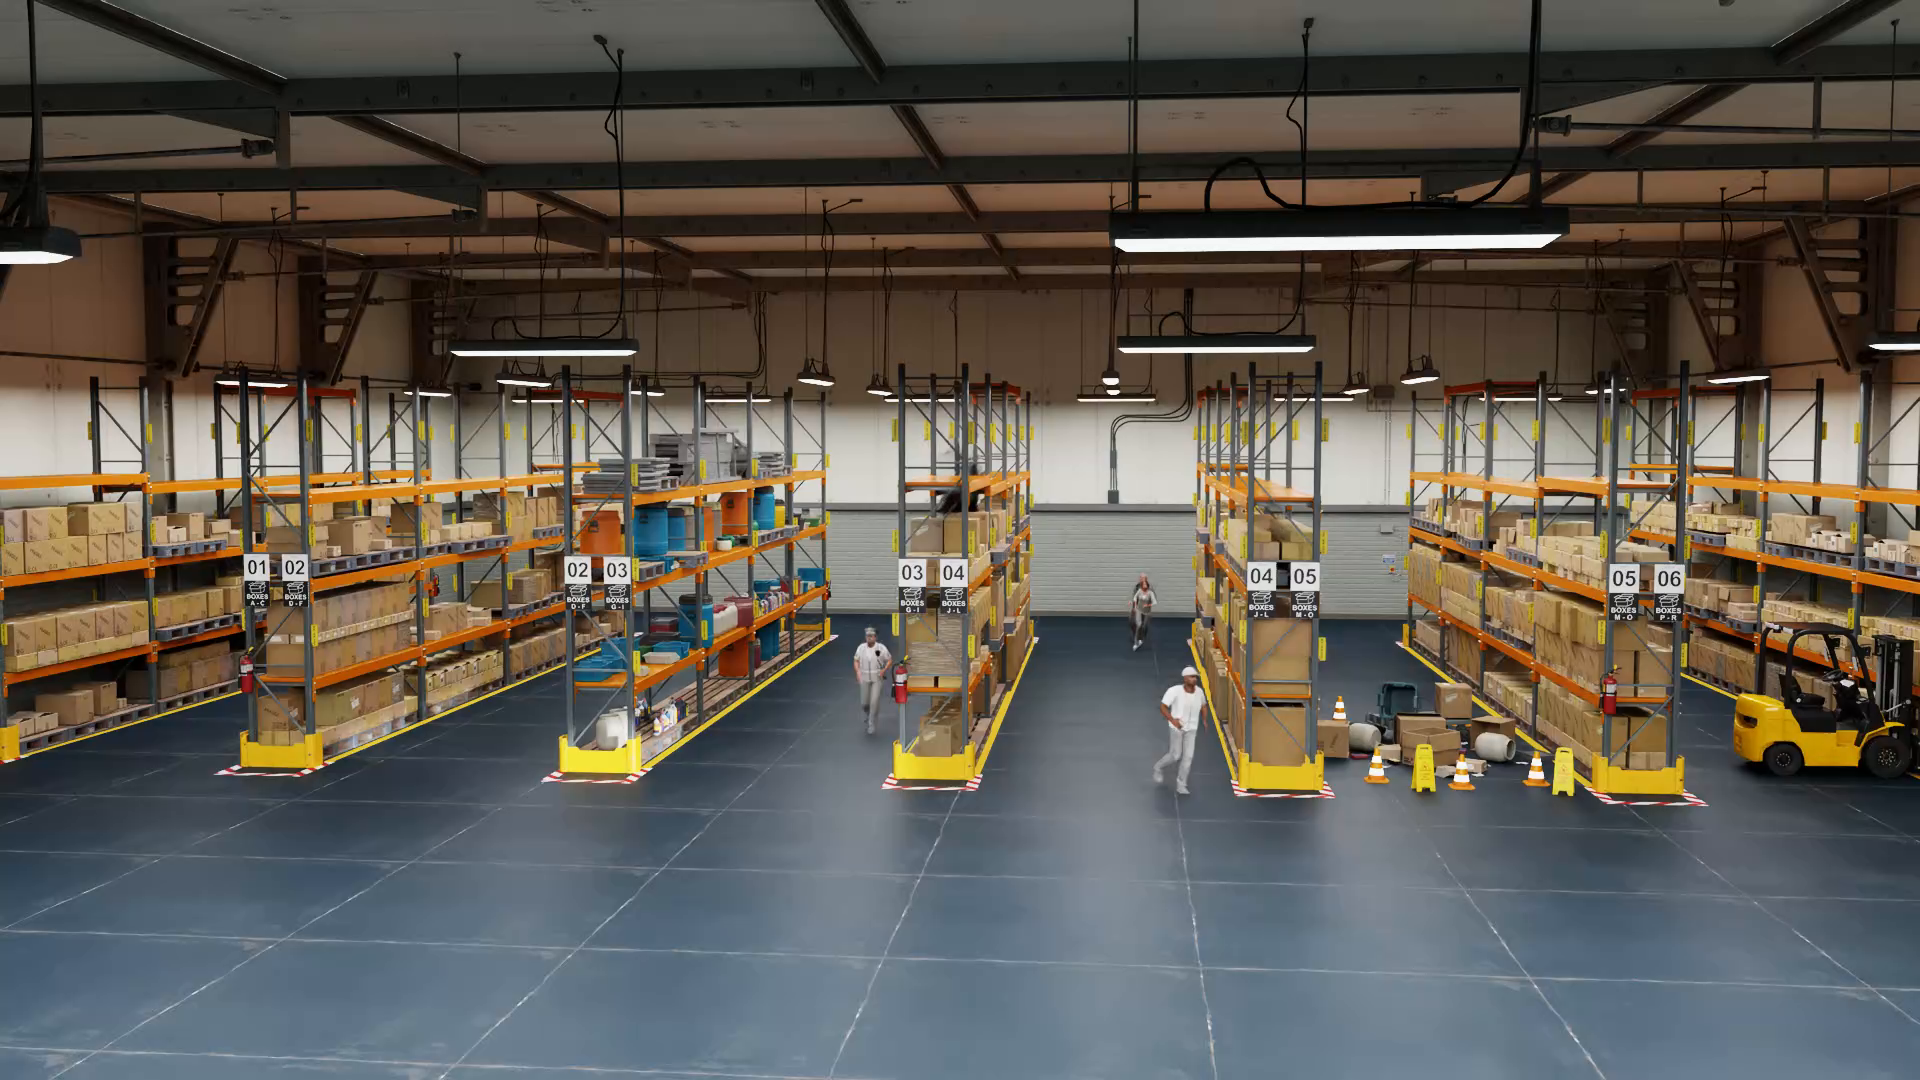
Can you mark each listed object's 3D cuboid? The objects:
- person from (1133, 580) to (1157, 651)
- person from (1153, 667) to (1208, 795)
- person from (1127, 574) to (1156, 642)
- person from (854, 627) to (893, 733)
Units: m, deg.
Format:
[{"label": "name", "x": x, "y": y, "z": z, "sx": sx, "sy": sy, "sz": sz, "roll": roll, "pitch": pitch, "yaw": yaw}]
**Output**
[{"label": "person", "x": 4.297, "y": 1.728, "z": 38.605, "sx": 0.539, "sy": 1.621, "sz": 0.728, "roll": 1, "pitch": 4, "yaw": 8}, {"label": "person", "x": 3.157, "y": 2.637, "z": 23.325, "sx": 0.753, "sy": 1.735, "sz": 0.787, "roll": -1, "pitch": 4, "yaw": -21}, {"label": "person", "x": 4.303, "y": 1.628, "z": 39.739, "sx": 0.514, "sy": 1.660, "sz": 0.711, "roll": -3, "pitch": 5, "yaw": -37}, {"label": "person", "x": -1.464, "y": 2.338, "z": 28.065, "sx": 0.659, "sy": 1.764, "sz": 0.659, "roll": 0, "pitch": 4, "yaw": 6}]
